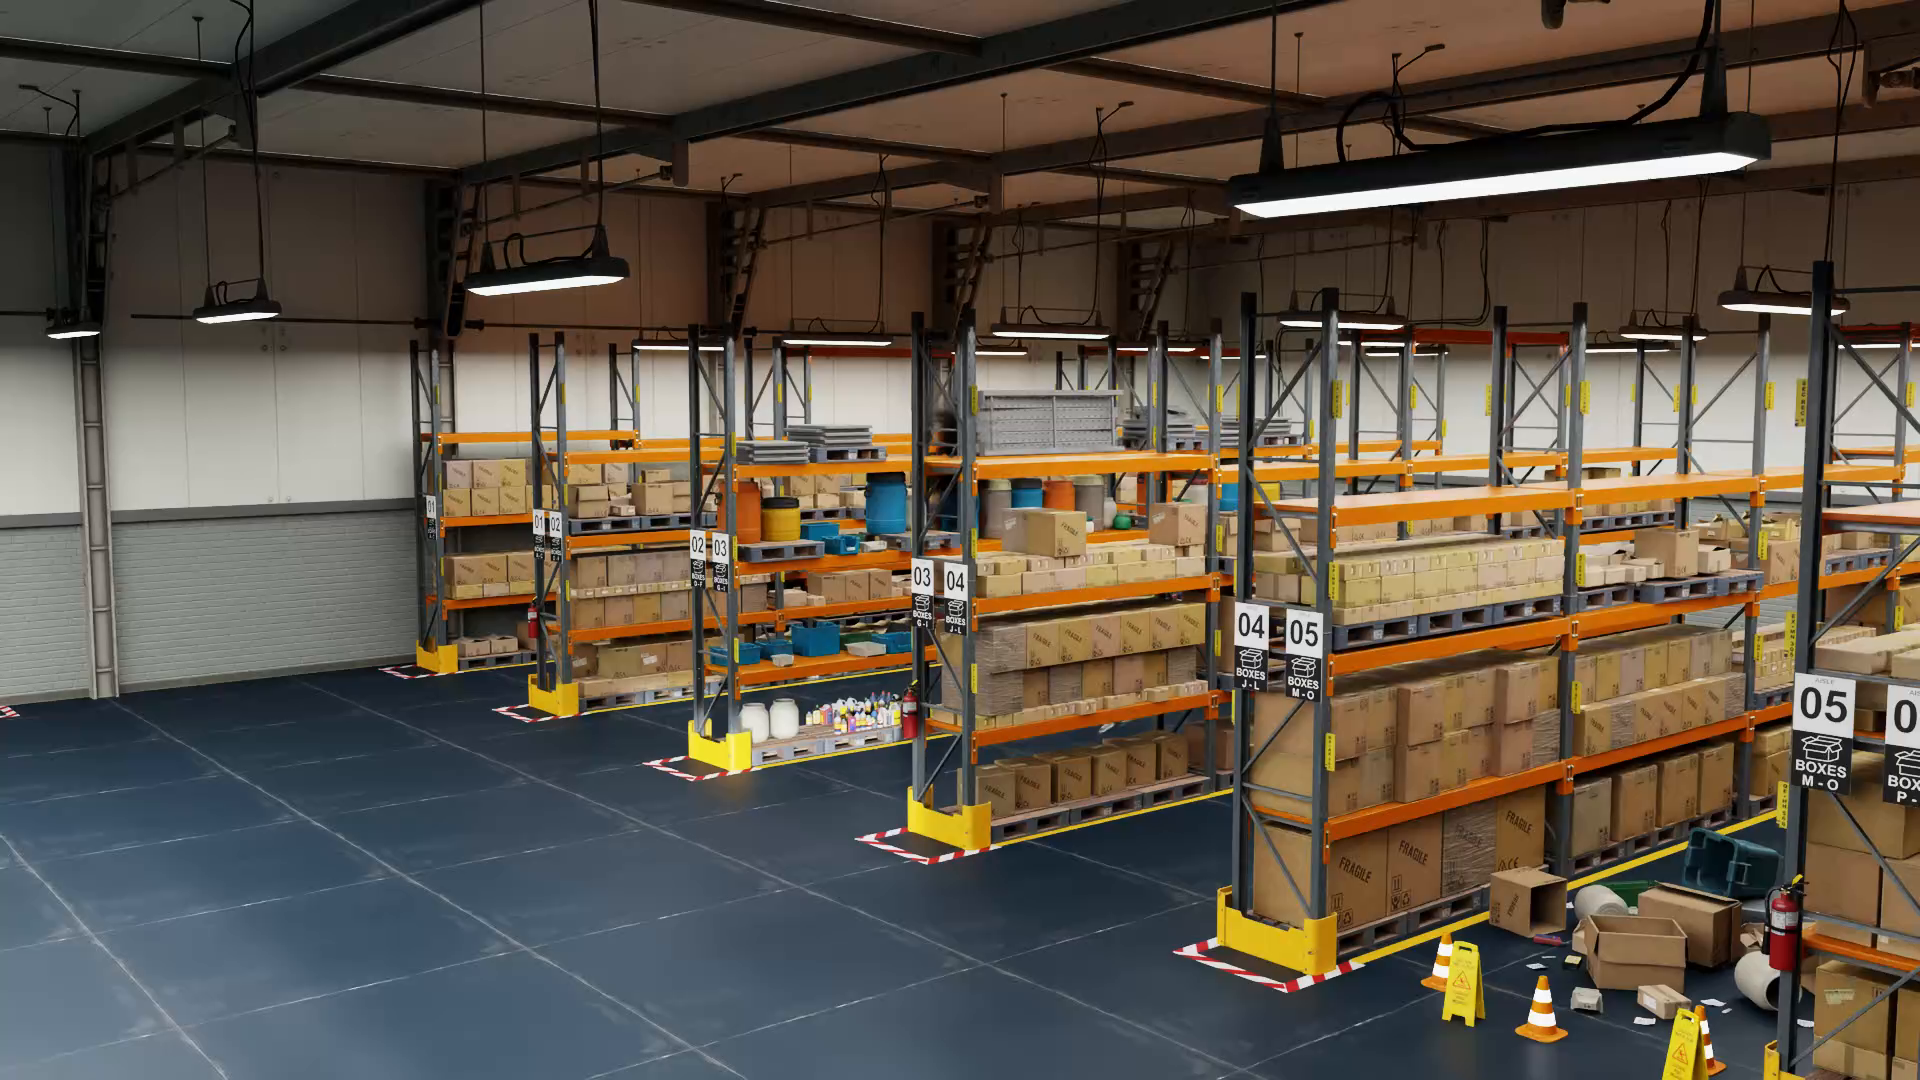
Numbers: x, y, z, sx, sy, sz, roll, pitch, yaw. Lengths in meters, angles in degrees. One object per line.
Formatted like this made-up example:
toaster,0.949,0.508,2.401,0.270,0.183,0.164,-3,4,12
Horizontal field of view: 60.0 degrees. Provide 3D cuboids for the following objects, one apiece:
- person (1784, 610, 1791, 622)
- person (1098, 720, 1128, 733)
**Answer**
person,12.851,1.934,25.846,0.567,1.717,0.694,5,7,43
person,2.166,1.979,23.732,0.867,1.497,0.527,-4,7,-37
